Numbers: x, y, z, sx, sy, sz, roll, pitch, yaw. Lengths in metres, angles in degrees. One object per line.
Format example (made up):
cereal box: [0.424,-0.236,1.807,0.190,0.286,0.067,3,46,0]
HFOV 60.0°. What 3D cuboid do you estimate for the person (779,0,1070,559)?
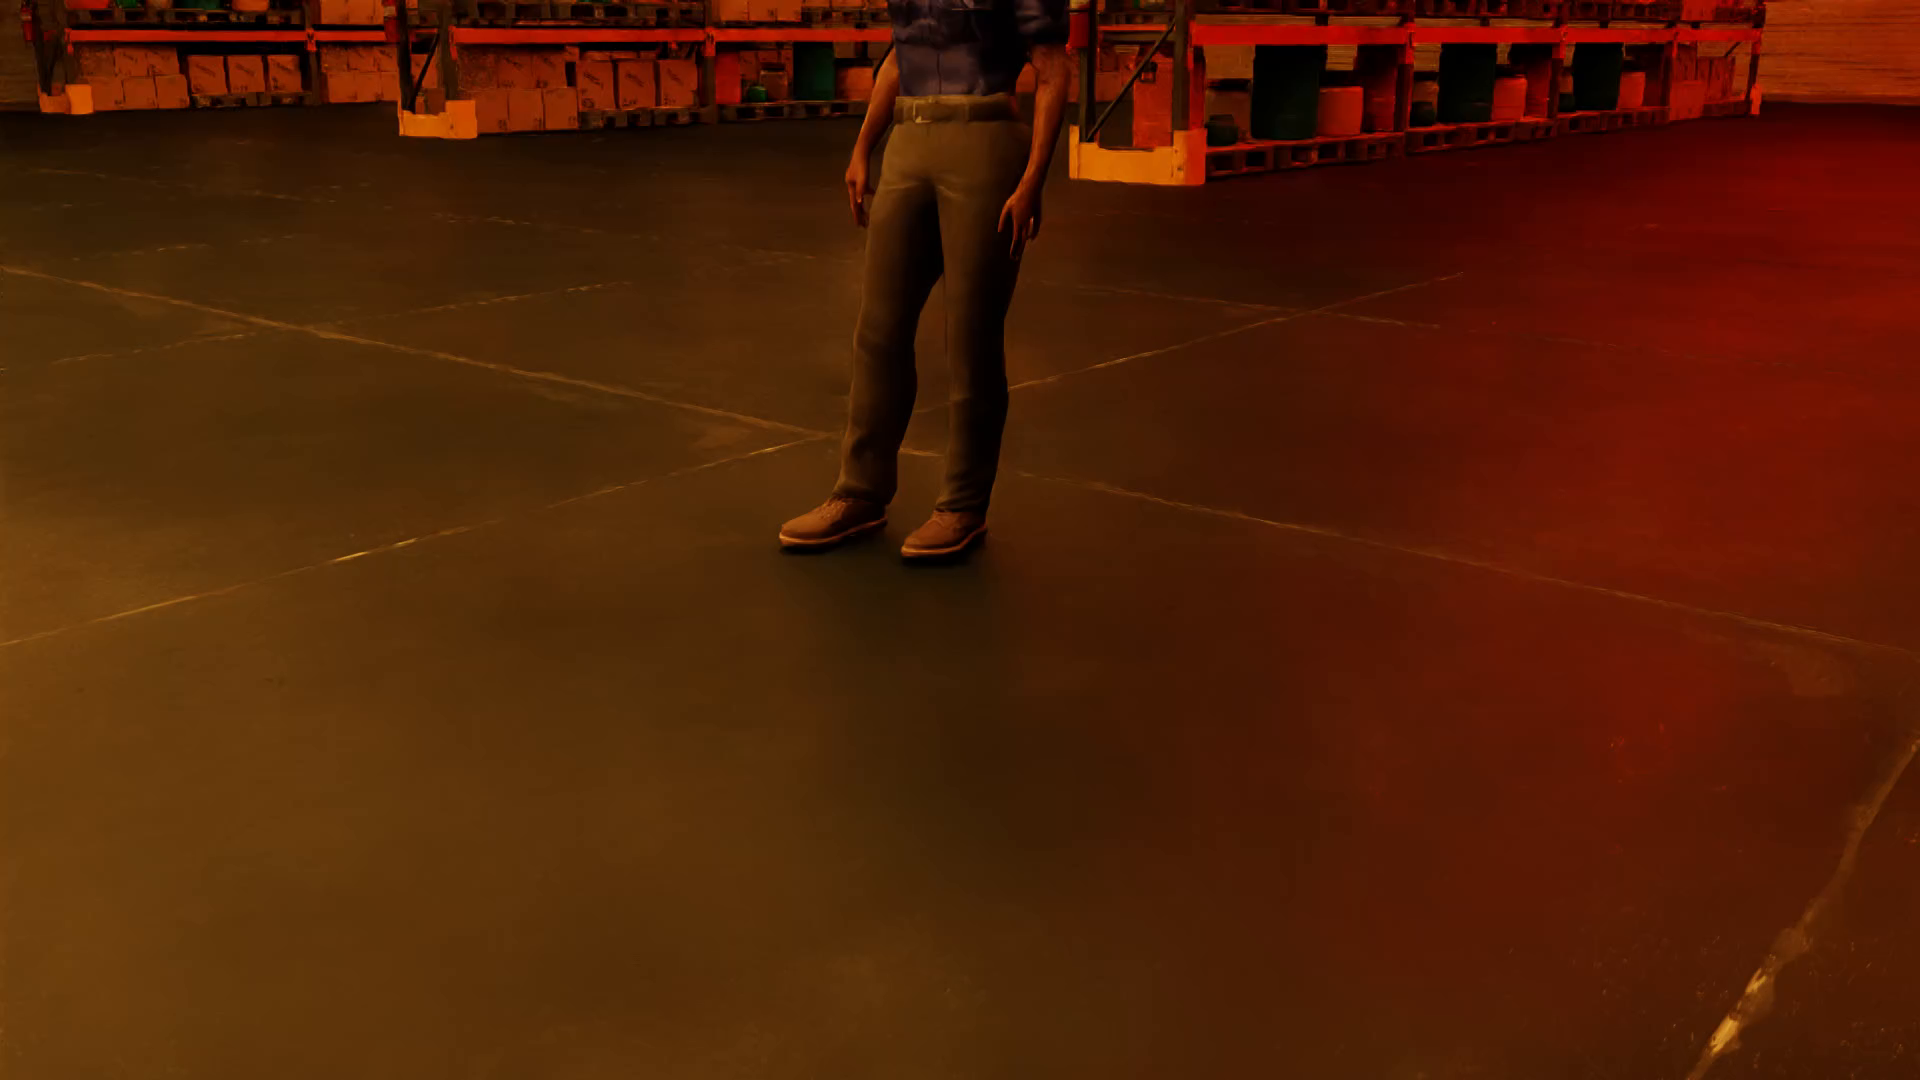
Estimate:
person: [-0.071,-0.783,3.647,0.570,1.654,0.503,13,21,37]
